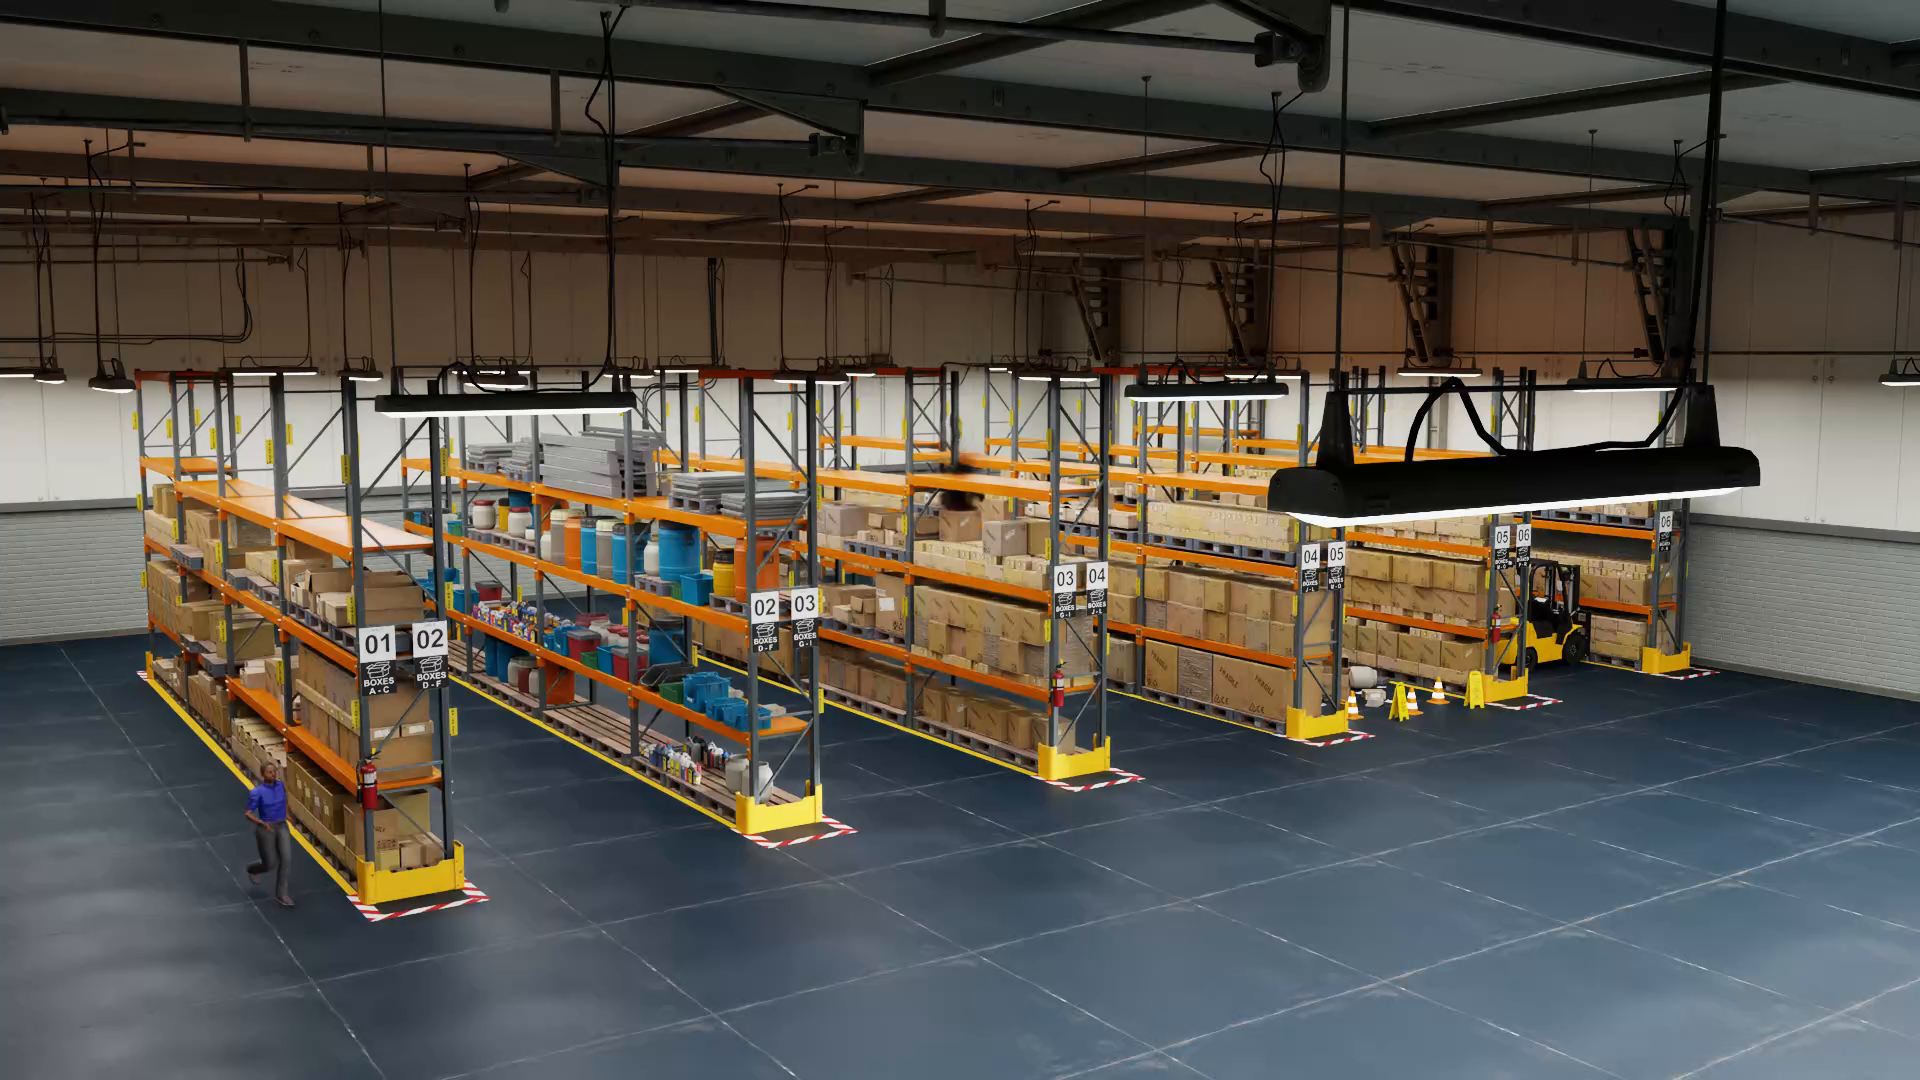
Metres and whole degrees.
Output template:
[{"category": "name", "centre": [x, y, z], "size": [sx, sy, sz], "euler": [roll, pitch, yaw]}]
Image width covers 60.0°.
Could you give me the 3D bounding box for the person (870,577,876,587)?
[{"category": "person", "centre": [-2.155, 0.650, 42.662], "size": [0.687, 1.758, 0.664], "euler": [-6, 9, -42]}]

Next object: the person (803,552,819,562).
[{"category": "person", "centre": [-3.845, 0.835, 41.828], "size": [0.551, 1.598, 0.708], "euler": [-3, 7, -24]}]

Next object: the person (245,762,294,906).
[{"category": "person", "centre": [-7.962, 3.367, 19.210], "size": [0.782, 1.641, 0.578], "euler": [5, 8, 37]}]
